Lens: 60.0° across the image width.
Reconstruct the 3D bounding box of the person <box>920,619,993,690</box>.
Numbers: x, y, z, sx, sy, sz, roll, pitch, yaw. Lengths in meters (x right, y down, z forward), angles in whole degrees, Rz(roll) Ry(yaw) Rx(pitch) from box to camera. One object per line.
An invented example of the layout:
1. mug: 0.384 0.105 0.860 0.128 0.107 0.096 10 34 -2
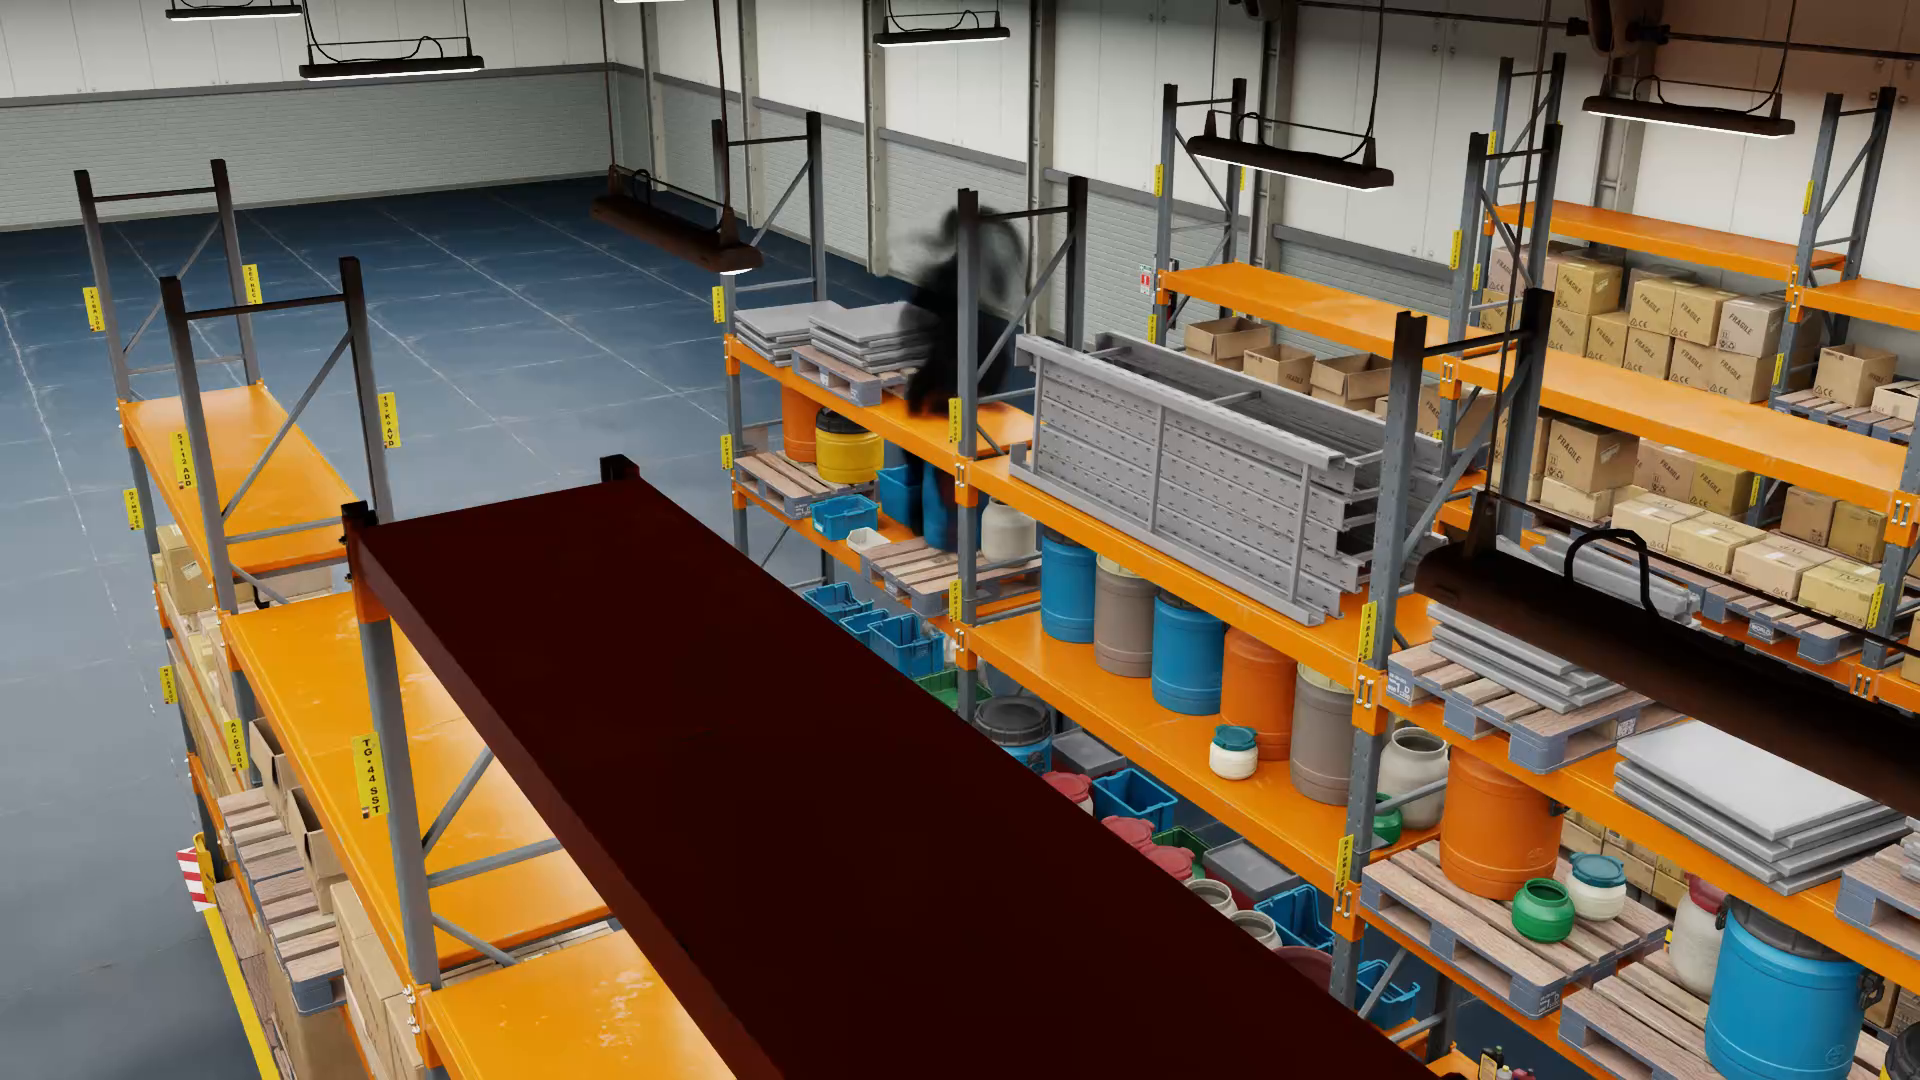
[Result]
1. person: -0.016 1.099 16.378 0.798 1.710 0.687 -5 22 -11
